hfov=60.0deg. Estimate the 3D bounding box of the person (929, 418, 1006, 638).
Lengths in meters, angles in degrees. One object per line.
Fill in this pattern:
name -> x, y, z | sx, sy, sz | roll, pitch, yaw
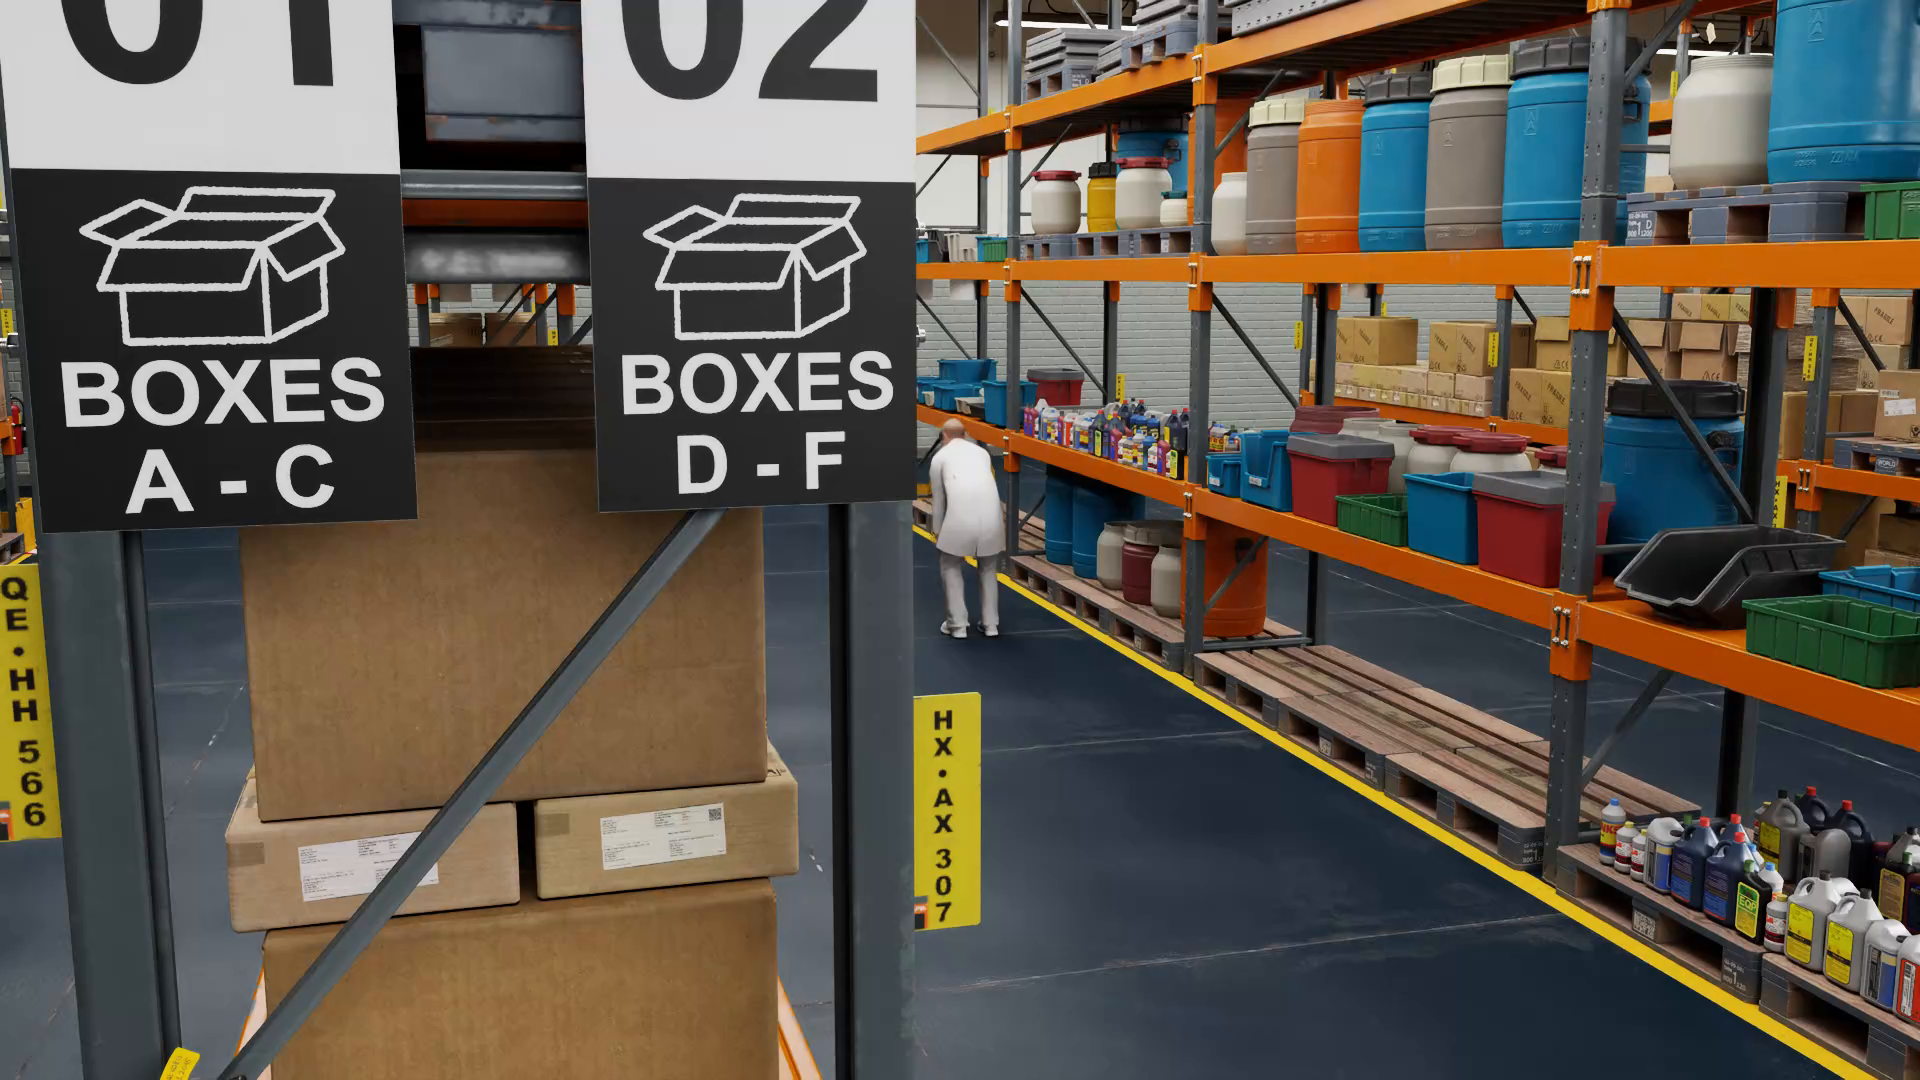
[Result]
person -> 0.046, -0.096, 12.590 | 0.550, 1.603, 0.716 | -3, 10, -17
